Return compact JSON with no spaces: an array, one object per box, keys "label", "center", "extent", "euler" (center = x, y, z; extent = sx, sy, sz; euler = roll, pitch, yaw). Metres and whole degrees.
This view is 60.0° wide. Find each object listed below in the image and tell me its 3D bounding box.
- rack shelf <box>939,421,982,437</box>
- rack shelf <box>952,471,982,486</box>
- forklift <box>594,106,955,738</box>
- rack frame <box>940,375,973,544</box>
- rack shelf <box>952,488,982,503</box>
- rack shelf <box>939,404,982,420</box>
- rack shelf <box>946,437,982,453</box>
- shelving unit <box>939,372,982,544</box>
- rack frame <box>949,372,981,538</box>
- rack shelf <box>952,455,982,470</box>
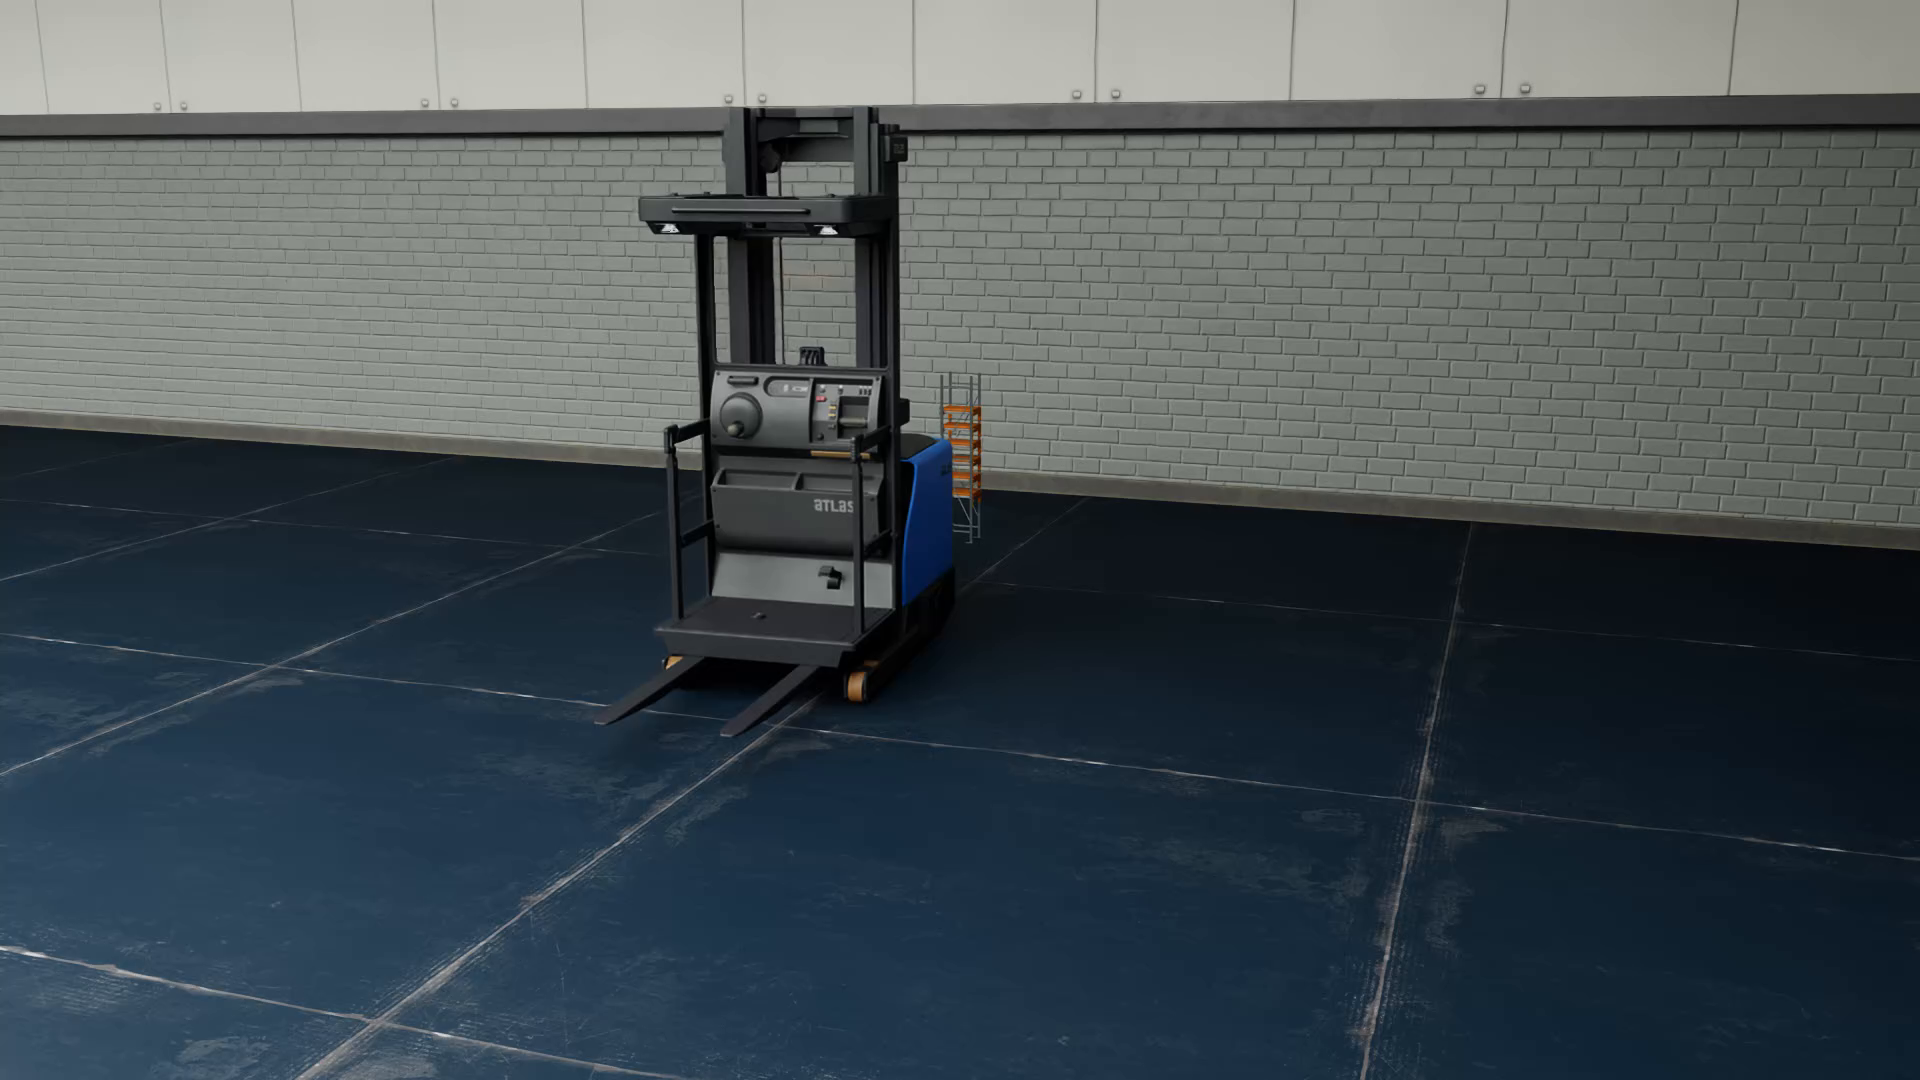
[{"label":"rack shelf","center":[0.005,-0.779,11.824],"extent":[0.258,0.103,0.180],"euler":[4,14,18]},{"label":"rack shelf","center":[0.005,-0.428,11.904],"extent":[0.258,0.103,0.180],"euler":[4,14,18]},{"label":"forklift","center":[-0.912,-0.701,8.471],"extent":[1.130,2.935,3.031],"euler":[3,13,15]},{"label":"rack frame","center":[-0.025,-0.569,11.783],"extent":[0.240,1.200,0.006],"euler":[4,14,18]},{"label":"rack shelf","center":[0.005,-0.311,11.931],"extent":[0.258,0.103,0.180],"euler":[4,14,18]},{"label":"rack shelf","center":[0.005,-0.896,11.798],"extent":[0.258,0.103,0.180],"euler":[4,14,18]},{"label":"rack shelf","center":[0.005,-0.662,11.851],"extent":[0.258,0.103,0.180],"euler":[4,14,18]},{"label":"shelving unit","center":[0.005,-0.588,11.868],"extent":[0.258,1.200,0.189],"euler":[4,14,18]},{"label":"rack frame","center":[0.034,-0.607,11.952],"extent":[0.240,1.200,0.006],"euler":[4,14,18]},{"label":"rack shelf","center":[0.005,-0.545,11.878],"extent":[0.258,0.103,0.180],"euler":[4,14,18]}]
